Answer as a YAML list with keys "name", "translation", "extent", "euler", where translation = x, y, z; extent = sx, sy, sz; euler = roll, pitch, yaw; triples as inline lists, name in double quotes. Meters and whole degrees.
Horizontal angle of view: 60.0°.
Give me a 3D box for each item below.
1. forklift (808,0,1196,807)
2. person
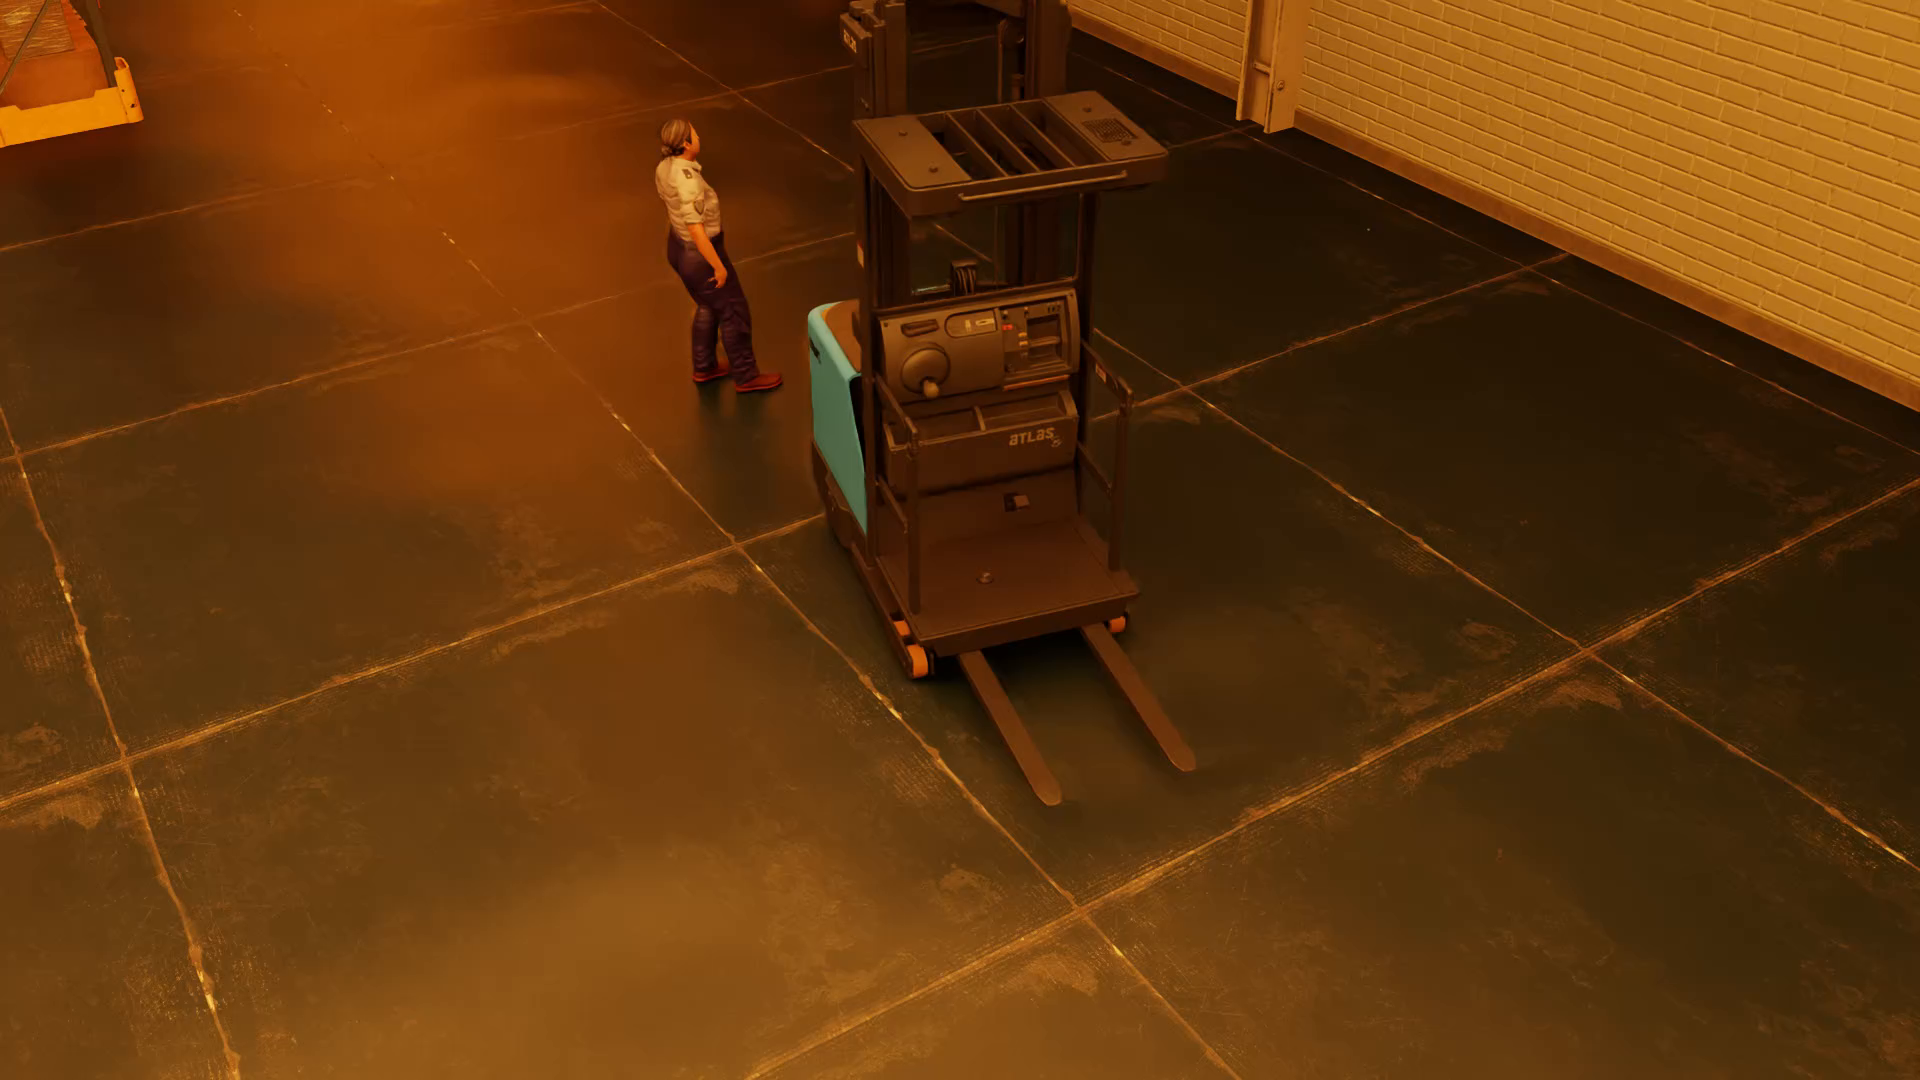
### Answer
- name: "forklift"
  translation: [0.171, -0.817, 7.311]
  extent: [1.130, 2.935, 3.031]
  euler: [-11, 37, -16]
- name: "person"
  translation: [-1.415, -1.668, 9.653]
  extent: [0.543, 1.647, 0.578]
  euler: [-17, 38, -22]
